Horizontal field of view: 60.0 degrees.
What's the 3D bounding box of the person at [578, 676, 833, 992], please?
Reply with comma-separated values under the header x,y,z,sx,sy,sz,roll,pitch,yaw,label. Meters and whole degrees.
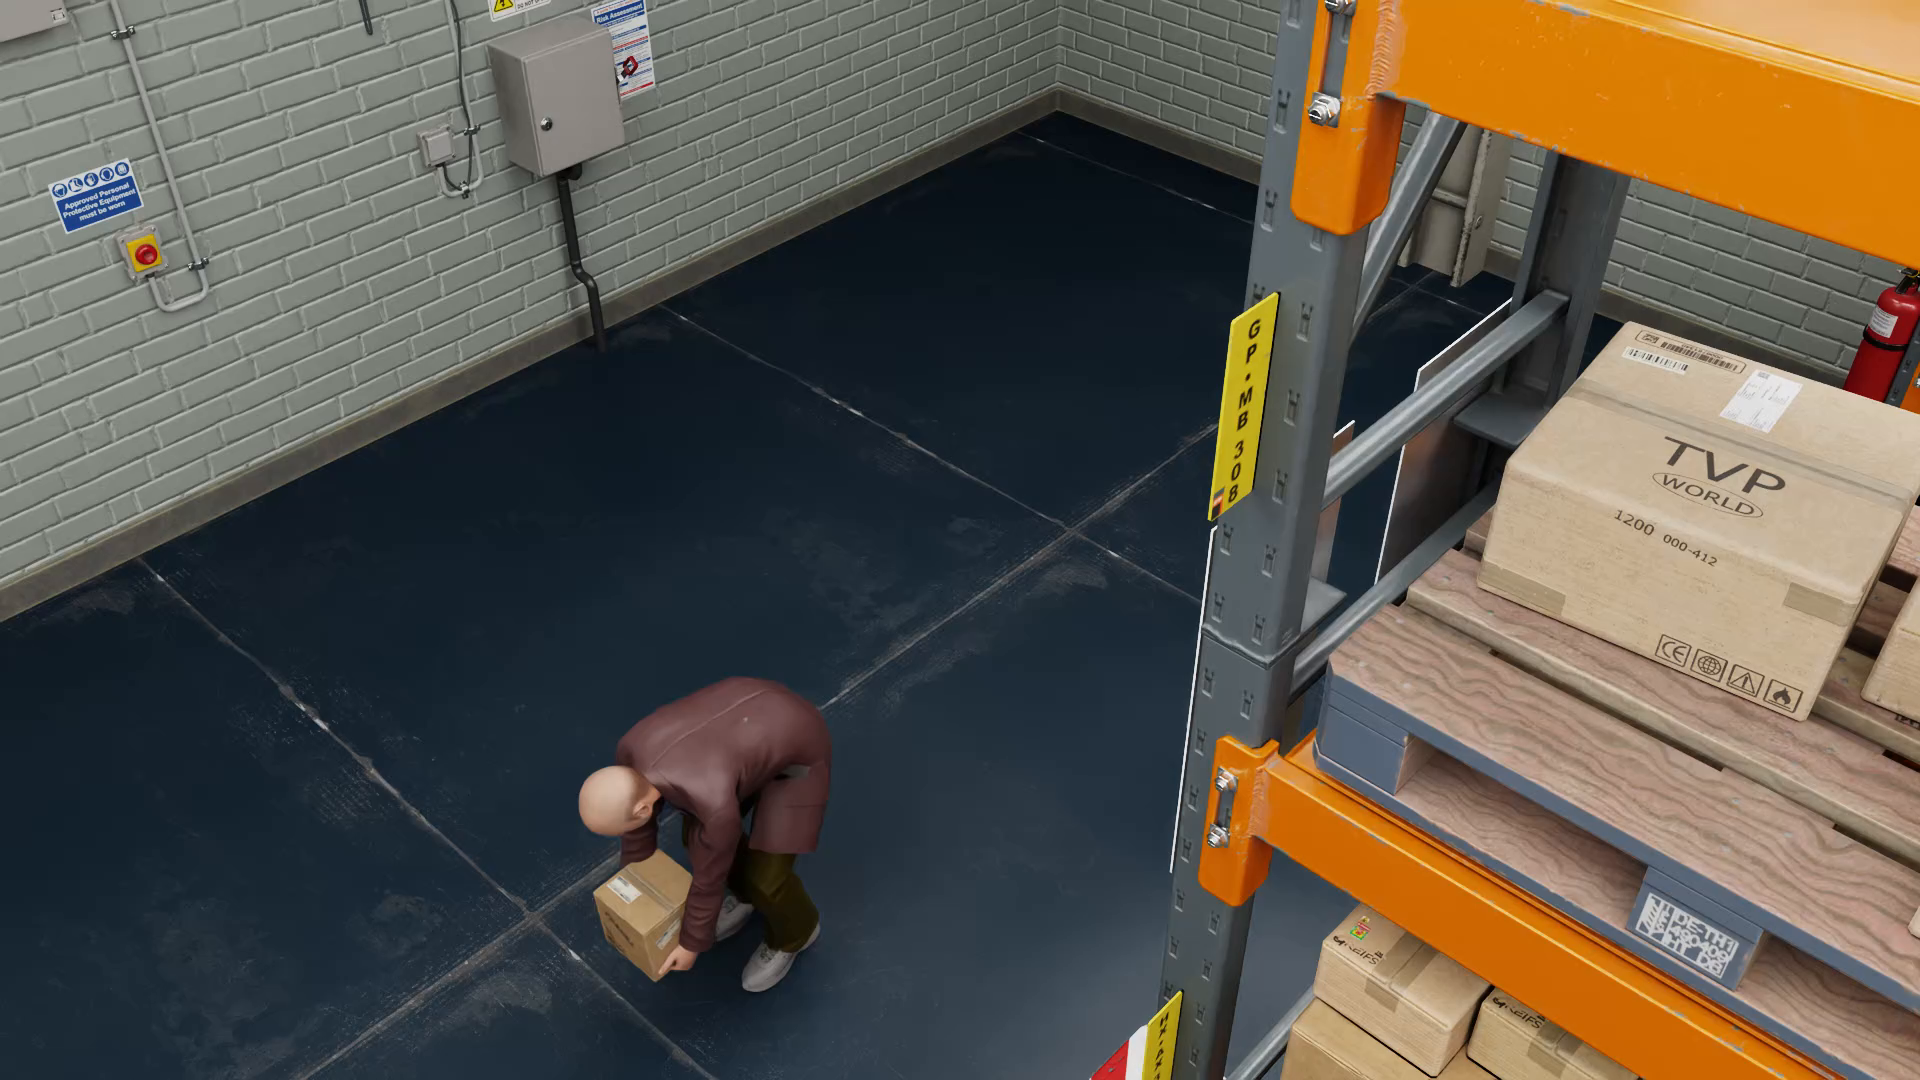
x,y,z,sx,sy,sz,roll,pitch,yaw,label
-0.793,0.982,5.361,0.566,1.258,0.916,28,47,30,person
